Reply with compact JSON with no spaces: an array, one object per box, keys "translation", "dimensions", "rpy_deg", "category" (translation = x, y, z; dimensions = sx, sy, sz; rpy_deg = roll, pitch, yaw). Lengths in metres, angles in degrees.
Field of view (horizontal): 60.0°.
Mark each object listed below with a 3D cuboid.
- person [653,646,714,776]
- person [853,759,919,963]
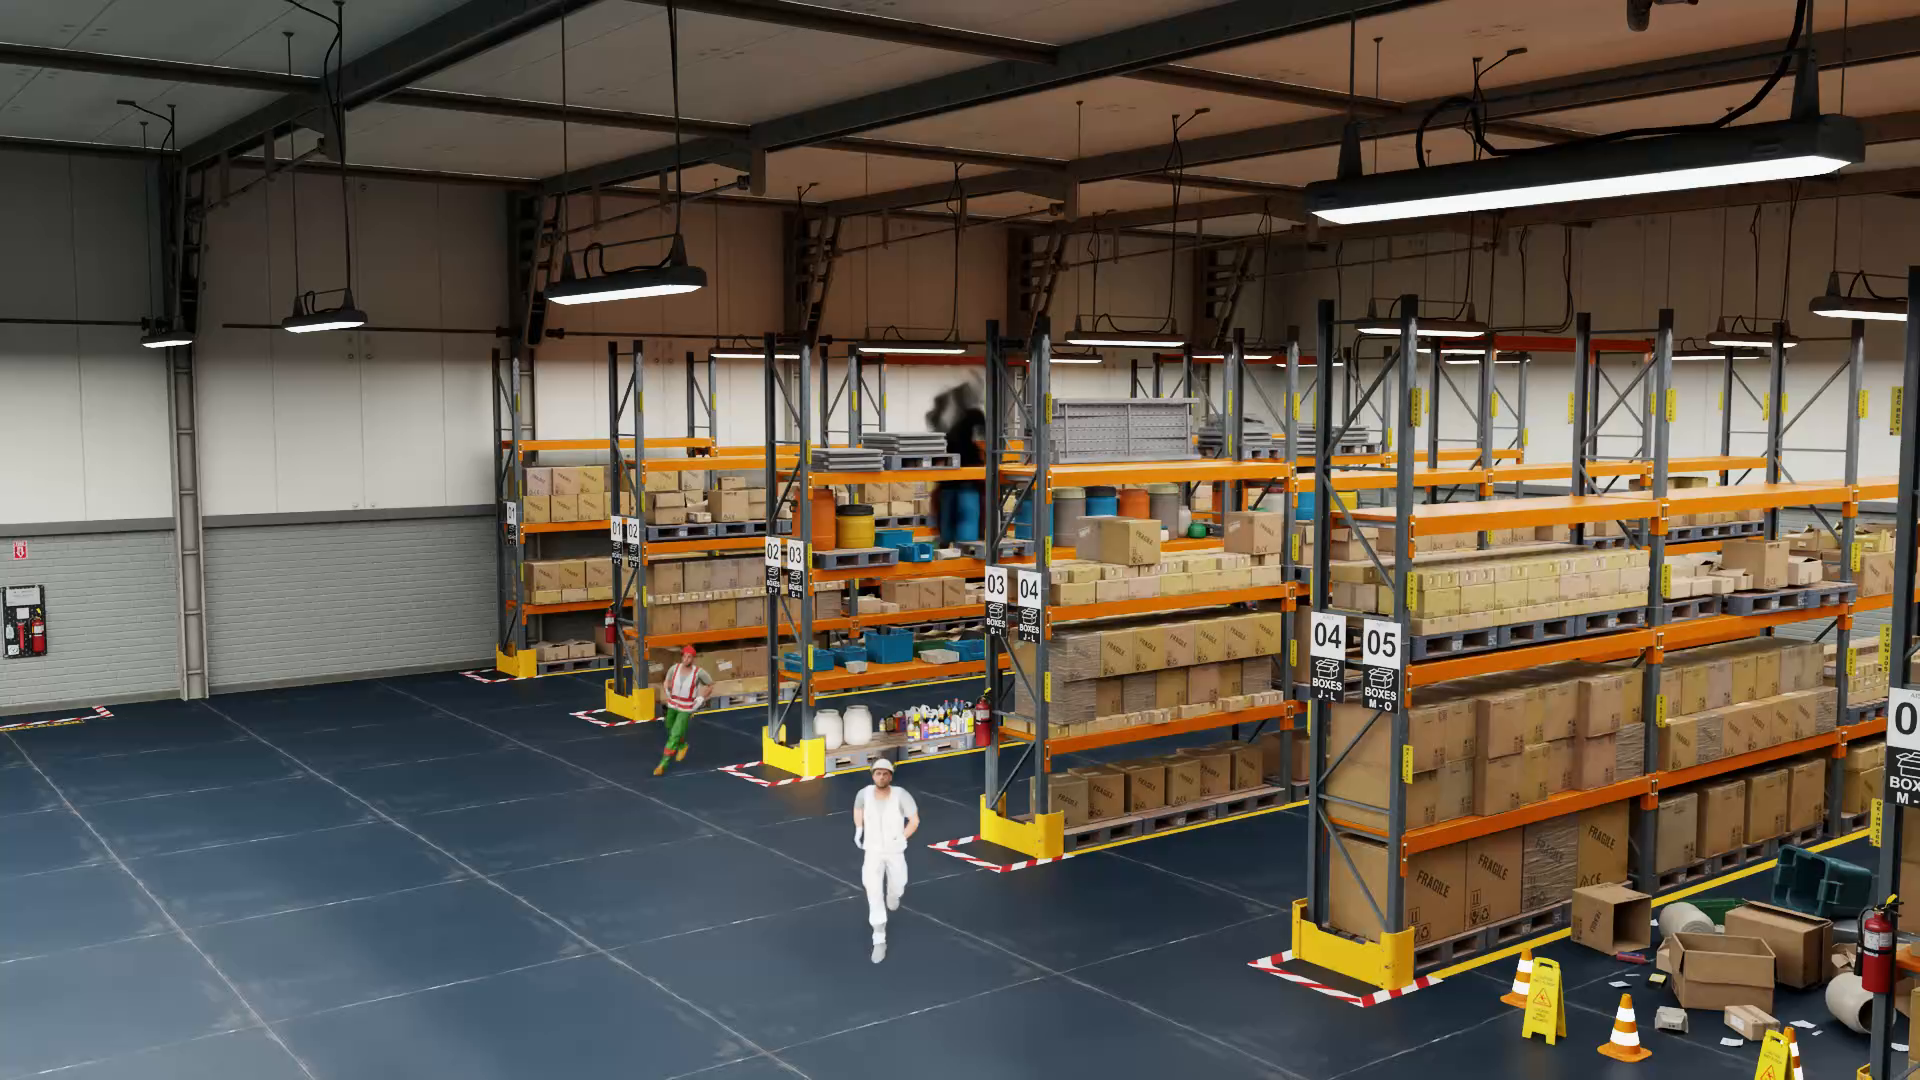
[{"translation":[-3.739,2.299,22.720],"dimensions":[0.680,1.743,0.946],"rpy_deg":[2,5,18],"category":"person"},{"translation":[-0.694,2.925,15.626],"dimensions":[0.626,1.778,1.145],"rpy_deg":[0,5,-1],"category":"person"}]
